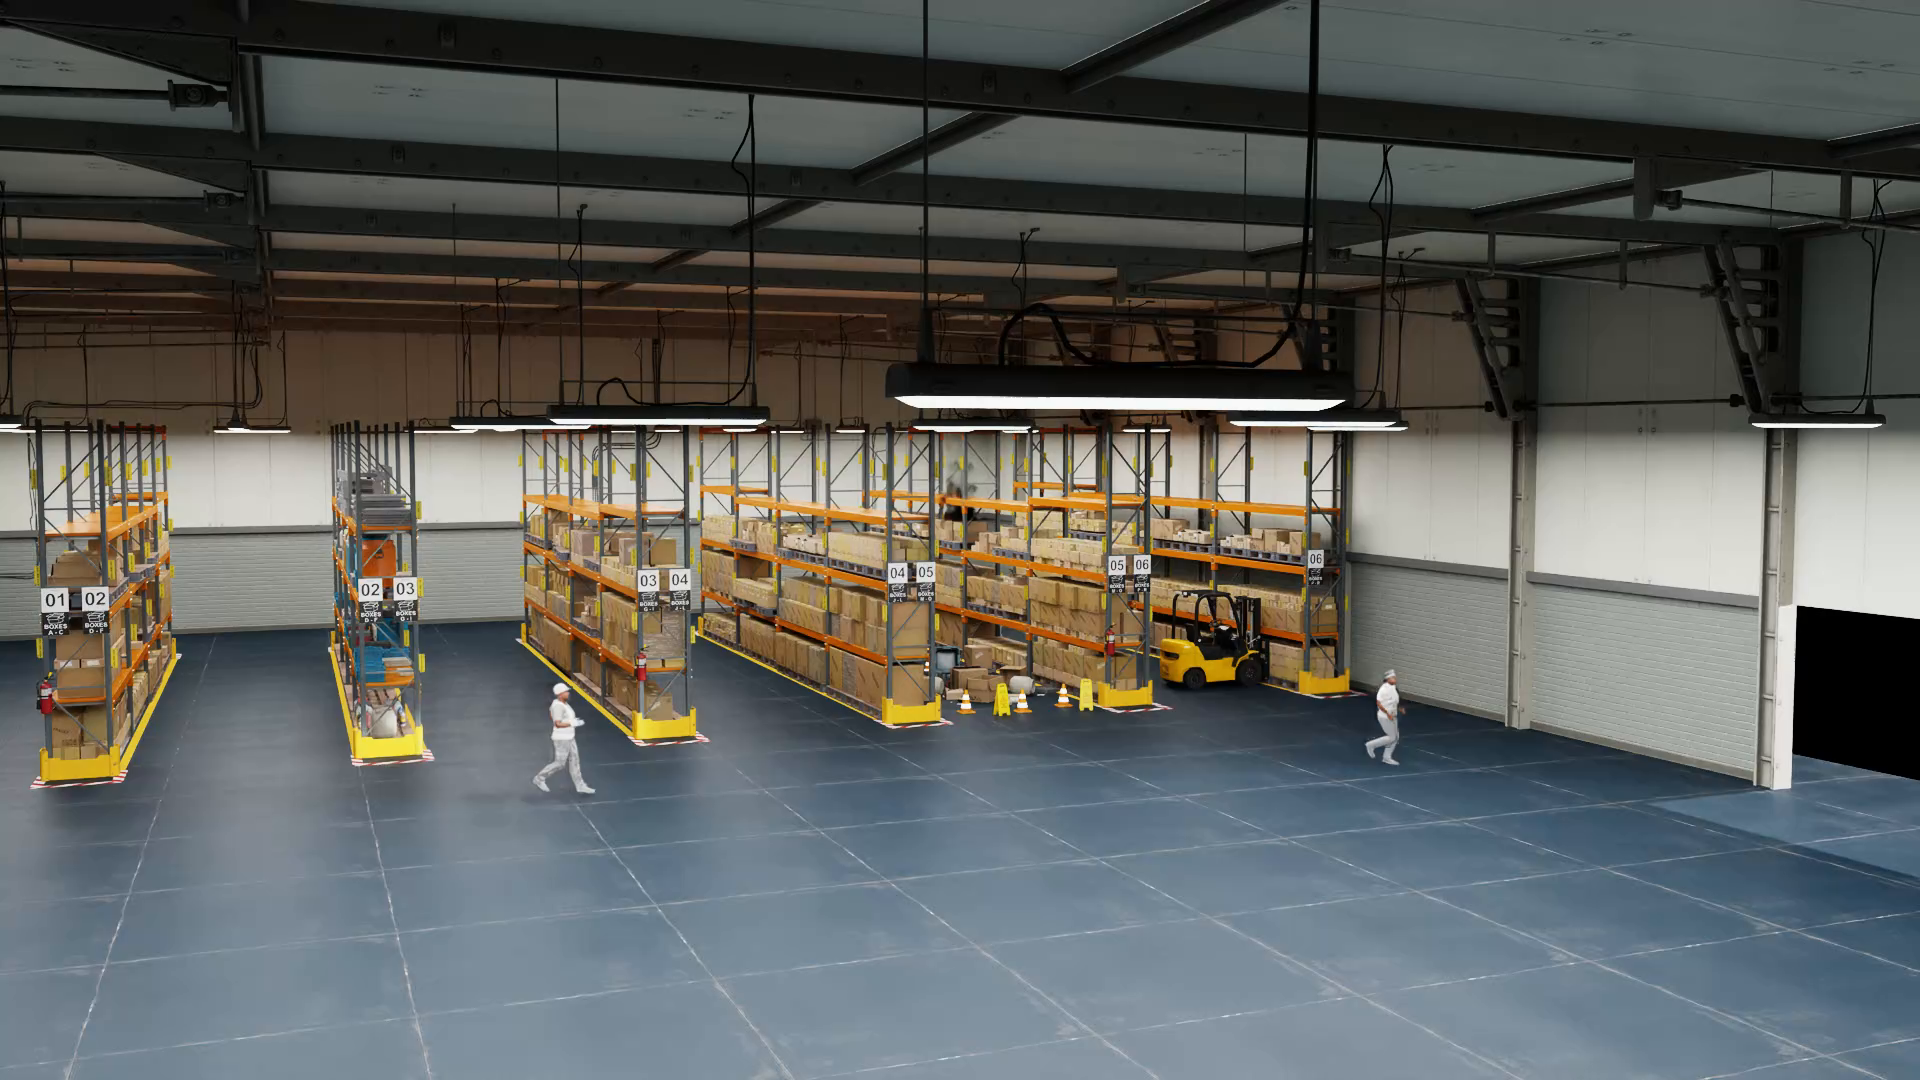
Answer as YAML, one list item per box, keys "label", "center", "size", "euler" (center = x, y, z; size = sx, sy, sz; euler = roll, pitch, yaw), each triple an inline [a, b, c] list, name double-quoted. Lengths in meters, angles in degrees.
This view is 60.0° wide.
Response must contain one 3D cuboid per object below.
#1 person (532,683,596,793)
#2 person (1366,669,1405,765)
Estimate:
- label: "person"
  center: [-6.284, 3.153, 26.364]
  size: [0.982, 1.775, 0.681]
  euler: [0, 4, -3]
- label: "person"
  center: [7.463, 3.083, 29.102]
  size: [0.605, 1.676, 0.574]
  euler: [2, 4, 32]
